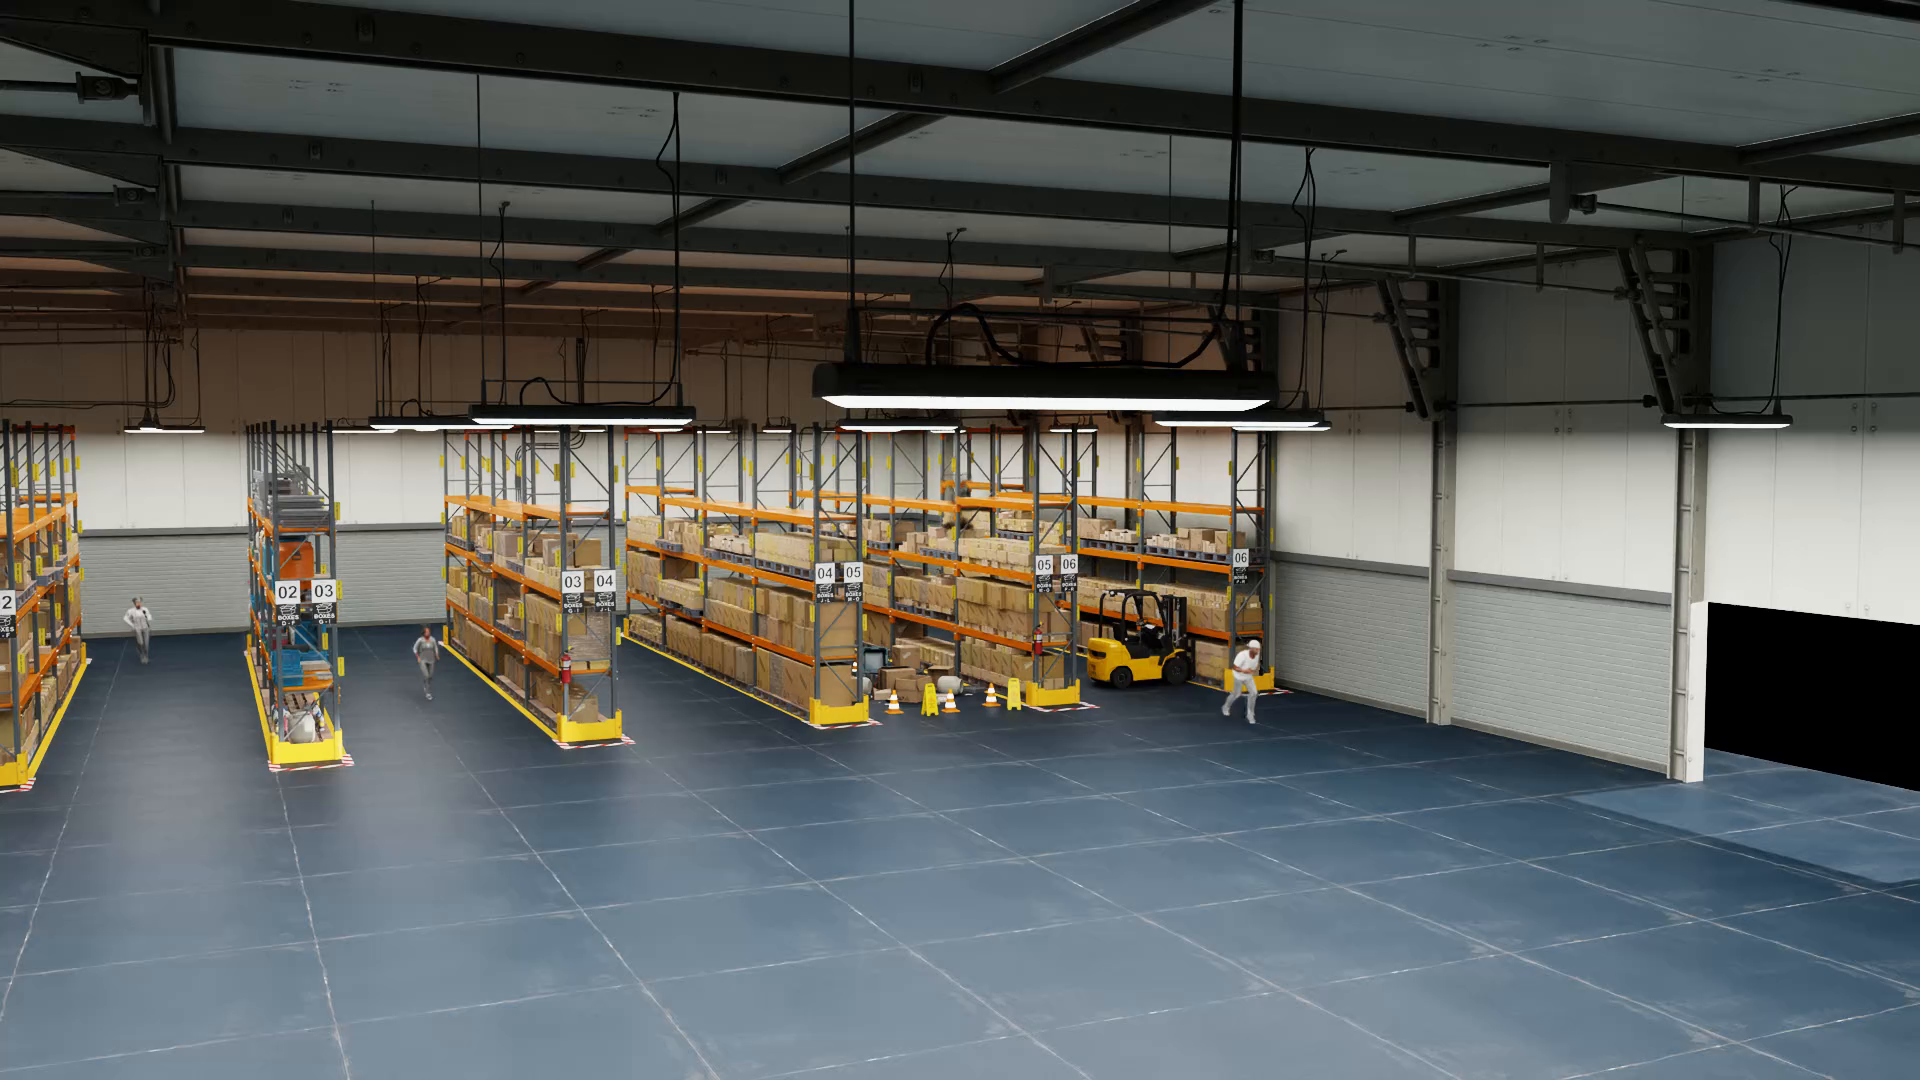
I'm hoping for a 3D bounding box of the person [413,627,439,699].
[{"bbox_3d":[-11.716,2.674,36.449,0.526,1.572,0.745,-2,4,-32],"label":"person"}]

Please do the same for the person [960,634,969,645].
[{"bbox_3d":[0.175,2.100,45.327,0.555,1.614,0.786,-2,4,-27],"label":"person"}]

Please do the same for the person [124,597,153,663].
[{"bbox_3d":[-20.657,2.278,41.893,0.613,1.709,0.661,-3,5,-42],"label":"person"}]

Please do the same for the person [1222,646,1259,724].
[{"bbox_3d":[5.660,2.845,33.447,0.747,1.679,0.995,-2,4,-34],"label":"person"}]
